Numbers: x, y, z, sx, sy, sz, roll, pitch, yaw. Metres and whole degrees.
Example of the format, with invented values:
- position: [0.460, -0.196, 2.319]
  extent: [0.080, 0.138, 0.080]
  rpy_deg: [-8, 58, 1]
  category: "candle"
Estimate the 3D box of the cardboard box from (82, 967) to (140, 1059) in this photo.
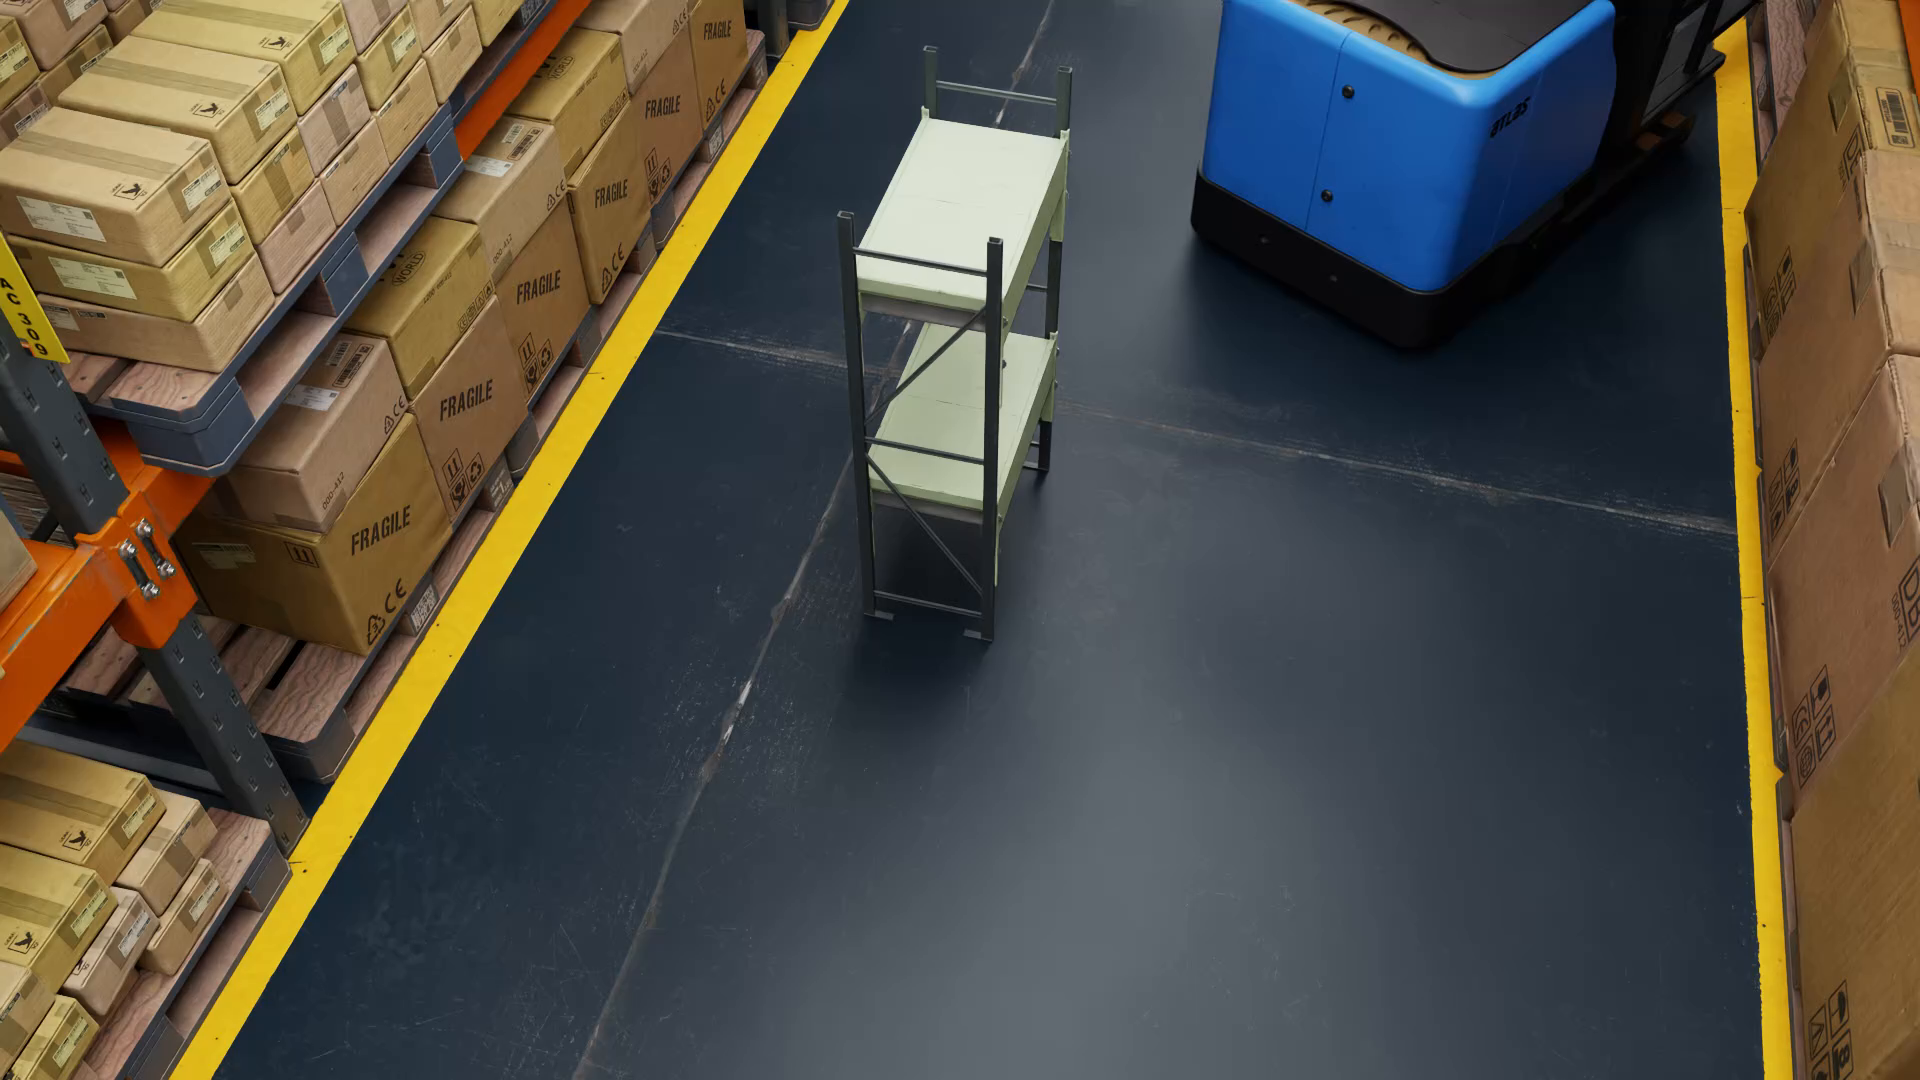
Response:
- position: [-2.203, 1.055, 3.939]
  extent: [0.380, 0.149, 0.250]
  rpy_deg: [13, 50, 11]
  category: "cardboard box"

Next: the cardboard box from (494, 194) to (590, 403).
- position: [-1.566, -0.830, 5.369]
  extent: [0.500, 0.500, 0.500]
  rpy_deg: [12, 50, 11]
  category: "cardboard box"

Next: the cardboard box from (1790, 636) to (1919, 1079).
- position: [2.628, 0.878, 3.612]
  extent: [1.225, 0.875, 0.875]
  rpy_deg: [12, 50, 10]
  category: "cardboard box"

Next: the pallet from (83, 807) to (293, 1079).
- position: [-2.422, 1.144, 4.100]
  extent: [1.003, 0.211, 1.213]
  rpy_deg: [12, 50, 10]
  category: "pallet"

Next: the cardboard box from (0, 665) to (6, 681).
- position: [-2.091, 0.272, 3.177]
  extent: [0.380, 0.149, 0.250]
  rpy_deg: [10, 49, 9]
  category: "cardboard box"

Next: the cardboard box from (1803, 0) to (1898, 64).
- position: [3.689, -1.920, 6.318]
  extent: [0.700, 0.500, 0.500]
  rpy_deg: [9, 49, 8]
  category: "cardboard box"

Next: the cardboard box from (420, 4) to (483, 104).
- position: [-1.461, -1.269, 4.257]
  extent: [0.380, 0.149, 0.250]
  rpy_deg: [10, 49, 8]
  category: "cardboard box"

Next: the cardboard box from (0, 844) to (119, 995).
- position: [-2.151, 0.837, 3.735]
  extent: [0.380, 0.149, 0.250]
  rpy_deg: [12, 50, 11]
  category: "cardboard box"

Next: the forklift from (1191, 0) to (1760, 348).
- position: [2.250, -2.638, 5.623]
  extent: [1.130, 2.935, 3.031]
  rpy_deg: [36, 58, 28]
  category: "forklift"

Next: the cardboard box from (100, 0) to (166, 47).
- position: [-2.161, -1.321, 4.104]
  extent: [0.380, 0.149, 0.250]
  rpy_deg: [10, 49, 9]
  category: "cardboard box"

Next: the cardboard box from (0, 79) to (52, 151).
- position: [-2.297, -0.943, 3.771]
  extent: [0.380, 0.149, 0.250]
  rpy_deg: [12, 50, 10]
  category: "cardboard box"

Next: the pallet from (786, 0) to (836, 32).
- position: [-0.946, -2.797, 7.578]
  extent: [1.003, 0.211, 1.213]
  rpy_deg: [12, 50, 10]
  category: "pallet"

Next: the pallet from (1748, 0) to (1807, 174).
- position: [3.739, -1.755, 6.658]
  extent: [1.003, 0.211, 1.213]
  rpy_deg: [12, 50, 10]
  category: "pallet"

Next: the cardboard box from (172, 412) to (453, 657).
- position: [-1.829, -0.065, 4.694]
  extent: [0.500, 0.500, 0.500]
  rpy_deg: [13, 50, 11]
  category: "cardboard box"

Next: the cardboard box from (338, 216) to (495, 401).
- position: [-1.692, -0.699, 4.754]
  extent: [0.500, 0.250, 0.500]
  rpy_deg: [13, 50, 11]
  category: "cardboard box"

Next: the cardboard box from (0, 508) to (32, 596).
- position: [-2.134, 0.003, 2.982]
  extent: [0.500, 0.500, 0.500]
  rpy_deg: [12, 50, 10]
  category: "cardboard box"

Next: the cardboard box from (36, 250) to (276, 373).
- position: [-1.732, -0.521, 3.597]
  extent: [0.380, 0.149, 0.250]
  rpy_deg: [9, 49, 8]
  category: "cardboard box"

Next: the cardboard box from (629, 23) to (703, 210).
- position: [-1.288, -1.574, 6.026]
  extent: [0.500, 0.500, 0.500]
  rpy_deg: [13, 50, 12]
  category: "cardboard box"

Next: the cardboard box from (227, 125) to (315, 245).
- position: [-1.666, -0.808, 3.651]
  extent: [0.380, 0.149, 0.250]
  rpy_deg: [11, 49, 9]
  category: "cardboard box"

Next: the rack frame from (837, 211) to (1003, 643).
- position: [-0.095, -0.236, 4.458]
  extent: [0.400, 1.500, 0.023]
  rpy_deg: [12, 50, 10]
  category: "rack frame"

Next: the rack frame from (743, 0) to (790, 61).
- position: [-1.226, -3.165, 6.042]
  extent: [1.000, 3.000, 0.127]
  rpy_deg: [12, 50, 10]
  category: "rack frame"

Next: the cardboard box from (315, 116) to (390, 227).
- position: [-1.595, -0.903, 3.934]
  extent: [0.380, 0.149, 0.250]
  rpy_deg: [12, 50, 10]
  category: "cardboard box"

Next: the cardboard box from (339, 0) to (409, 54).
- position: [-1.526, -1.286, 3.875]
  extent: [0.380, 0.149, 0.250]
  rpy_deg: [11, 49, 10]
  category: "cardboard box"

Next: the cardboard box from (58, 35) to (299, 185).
- position: [-1.664, -0.921, 3.553]
  extent: [0.380, 0.149, 0.250]
  rpy_deg: [13, 50, 11]
  category: "cardboard box"

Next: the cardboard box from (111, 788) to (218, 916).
- position: [-2.055, 0.725, 4.032]
  extent: [0.380, 0.149, 0.250]
  rpy_deg: [12, 50, 11]
  category: "cardboard box"

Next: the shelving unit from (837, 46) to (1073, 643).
- position: [0.002, -0.501, 4.692]
  extent: [0.431, 1.500, 0.755]
  rpy_deg: [12, 50, 10]
  category: "shelving unit"

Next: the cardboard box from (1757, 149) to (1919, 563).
- position: [3.088, -0.410, 4.749]
  extent: [1.225, 0.875, 0.875]
  rpy_deg: [12, 50, 10]
  category: "cardboard box"

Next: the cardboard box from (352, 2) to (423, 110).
- position: [-1.530, -1.183, 3.982]
  extent: [0.380, 0.149, 0.250]
  rpy_deg: [10, 49, 8]
  category: "cardboard box"

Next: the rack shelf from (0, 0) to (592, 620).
- position: [-1.753, -1.480, 5.035]
  extent: [1.077, 0.370, 4.000]
  rpy_deg: [12, 50, 10]
  category: "rack shelf"

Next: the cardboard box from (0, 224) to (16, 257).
- position: [-2.366, -0.654, 3.714]
  extent: [0.380, 0.149, 0.250]
  rpy_deg: [11, 49, 9]
  category: "cardboard box"

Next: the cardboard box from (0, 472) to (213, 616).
- position: [-2.327, -0.168, 4.785]
  extent: [0.500, 0.500, 0.500]
  rpy_deg: [11, 49, 9]
  category: "cardboard box"

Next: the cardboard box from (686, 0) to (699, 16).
- position: [-1.154, -2.178, 6.059]
  extent: [0.500, 0.250, 0.500]
  rpy_deg: [11, 49, 9]
  category: "cardboard box"

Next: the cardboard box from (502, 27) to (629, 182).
- position: [-1.425, -1.446, 5.413]
  extent: [0.500, 0.250, 0.500]
  rpy_deg: [13, 50, 11]
  category: "cardboard box"

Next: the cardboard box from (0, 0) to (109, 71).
- position: [-2.222, -1.234, 3.829]
  extent: [0.380, 0.149, 0.250]
  rpy_deg: [10, 49, 9]
  category: "cardboard box"

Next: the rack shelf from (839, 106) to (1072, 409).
- position: [0.002, -0.759, 4.399]
  extent: [0.431, 0.370, 0.720]
  rpy_deg: [12, 50, 10]
  category: "rack shelf"

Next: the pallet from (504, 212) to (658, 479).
- position: [-1.757, -0.797, 5.813]
  extent: [1.003, 0.211, 1.213]
  rpy_deg: [12, 50, 10]
  category: "pallet"

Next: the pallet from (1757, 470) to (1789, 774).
- position: [2.929, 0.245, 4.893]
  extent: [1.003, 0.211, 1.213]
  rpy_deg: [12, 50, 10]
  category: "pallet"

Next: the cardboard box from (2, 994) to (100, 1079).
- position: [-2.168, 1.121, 3.683]
  extent: [0.380, 0.149, 0.250]
  rpy_deg: [10, 49, 9]
  category: "cardboard box"

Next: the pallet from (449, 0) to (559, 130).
- position: [-1.708, -1.661, 4.844]
  extent: [1.003, 0.211, 1.213]
  rpy_deg: [12, 50, 10]
  category: "pallet"
